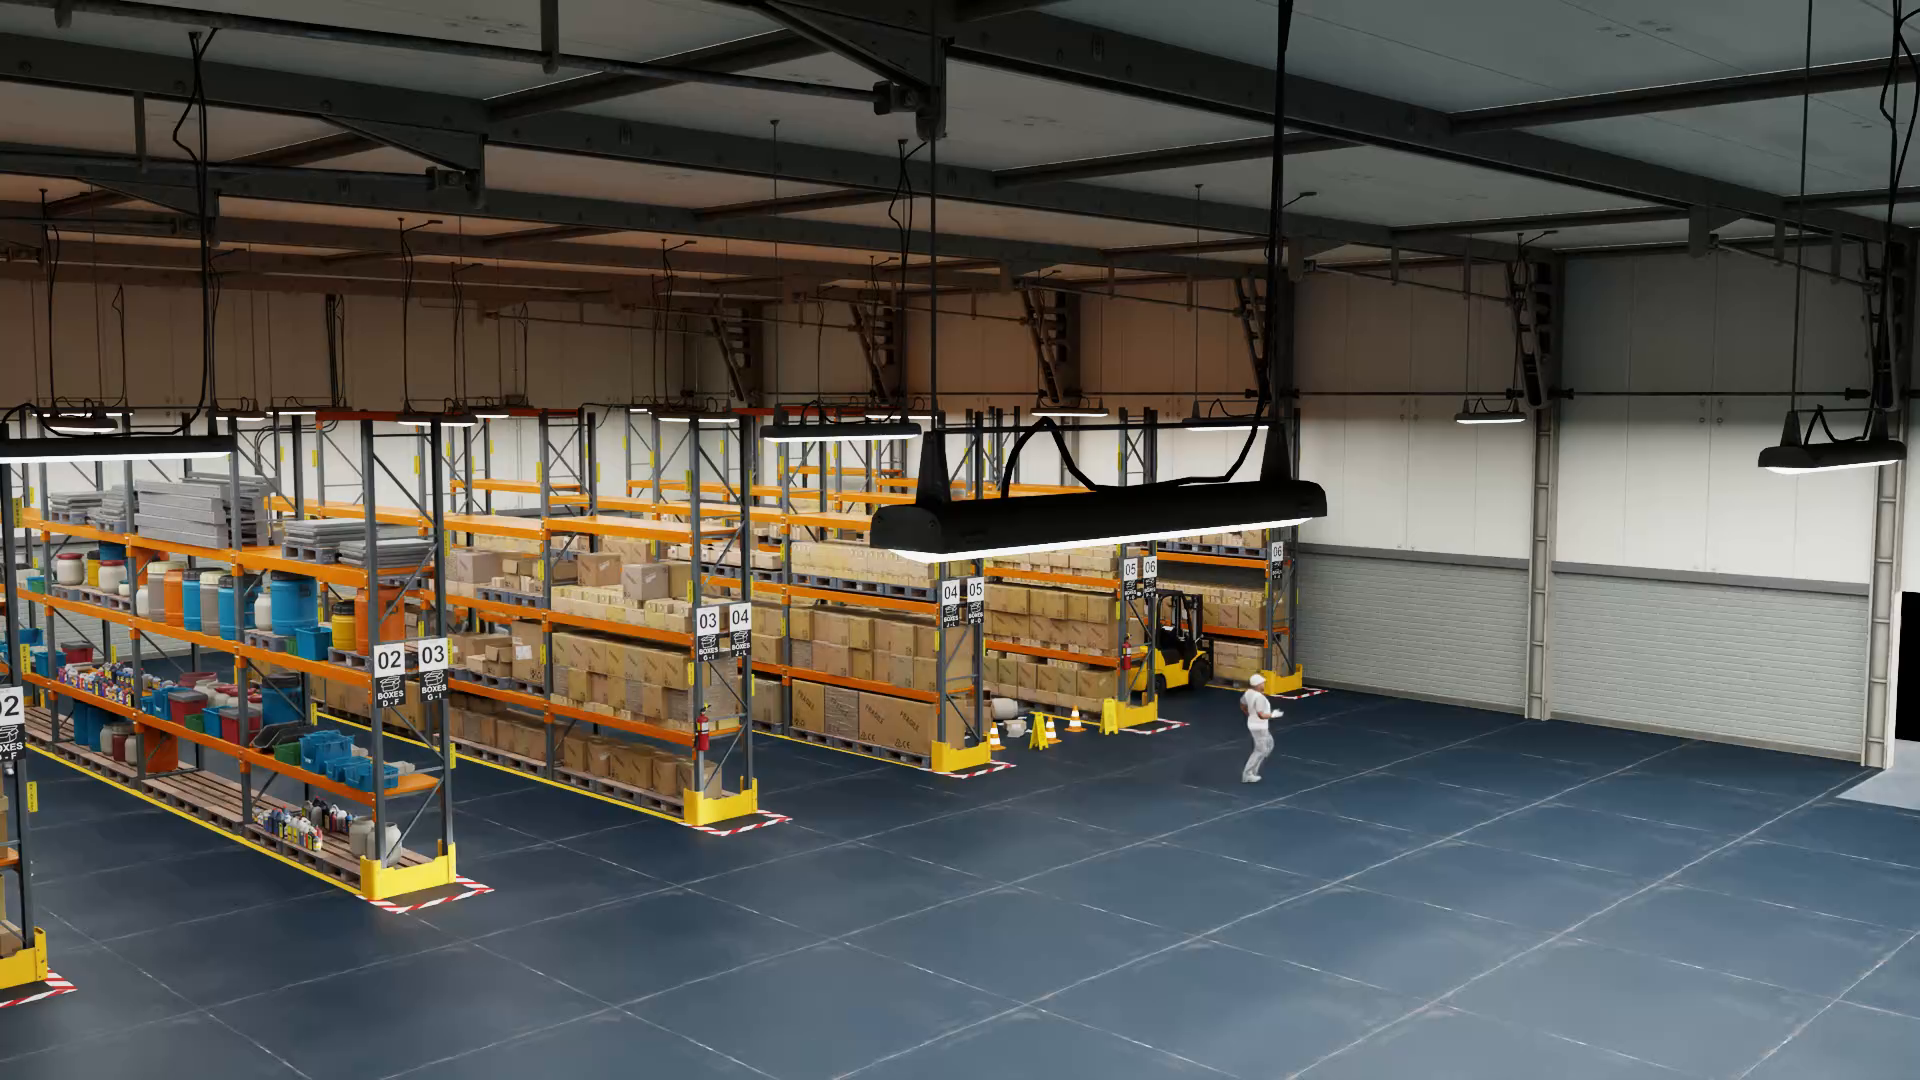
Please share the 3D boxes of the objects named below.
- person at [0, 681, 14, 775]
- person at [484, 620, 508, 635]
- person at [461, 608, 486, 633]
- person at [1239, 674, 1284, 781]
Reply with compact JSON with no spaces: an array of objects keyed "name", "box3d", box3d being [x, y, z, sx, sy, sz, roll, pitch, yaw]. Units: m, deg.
[{"name":"person","box3d":[-15.992,3.038,27.608,0.959,1.646,0.541,4,7,40]},{"name":"person","box3d":[-11.606,1.808,41.303,0.715,1.735,0.826,2,6,25]},{"name":"person","box3d":[-10.431,2.305,35.808,0.672,1.729,0.952,-5,7,-42]},{"name":"person","box3d":[4.903,3.058,27.012,0.641,1.776,0.660,0,5,-1]}]
